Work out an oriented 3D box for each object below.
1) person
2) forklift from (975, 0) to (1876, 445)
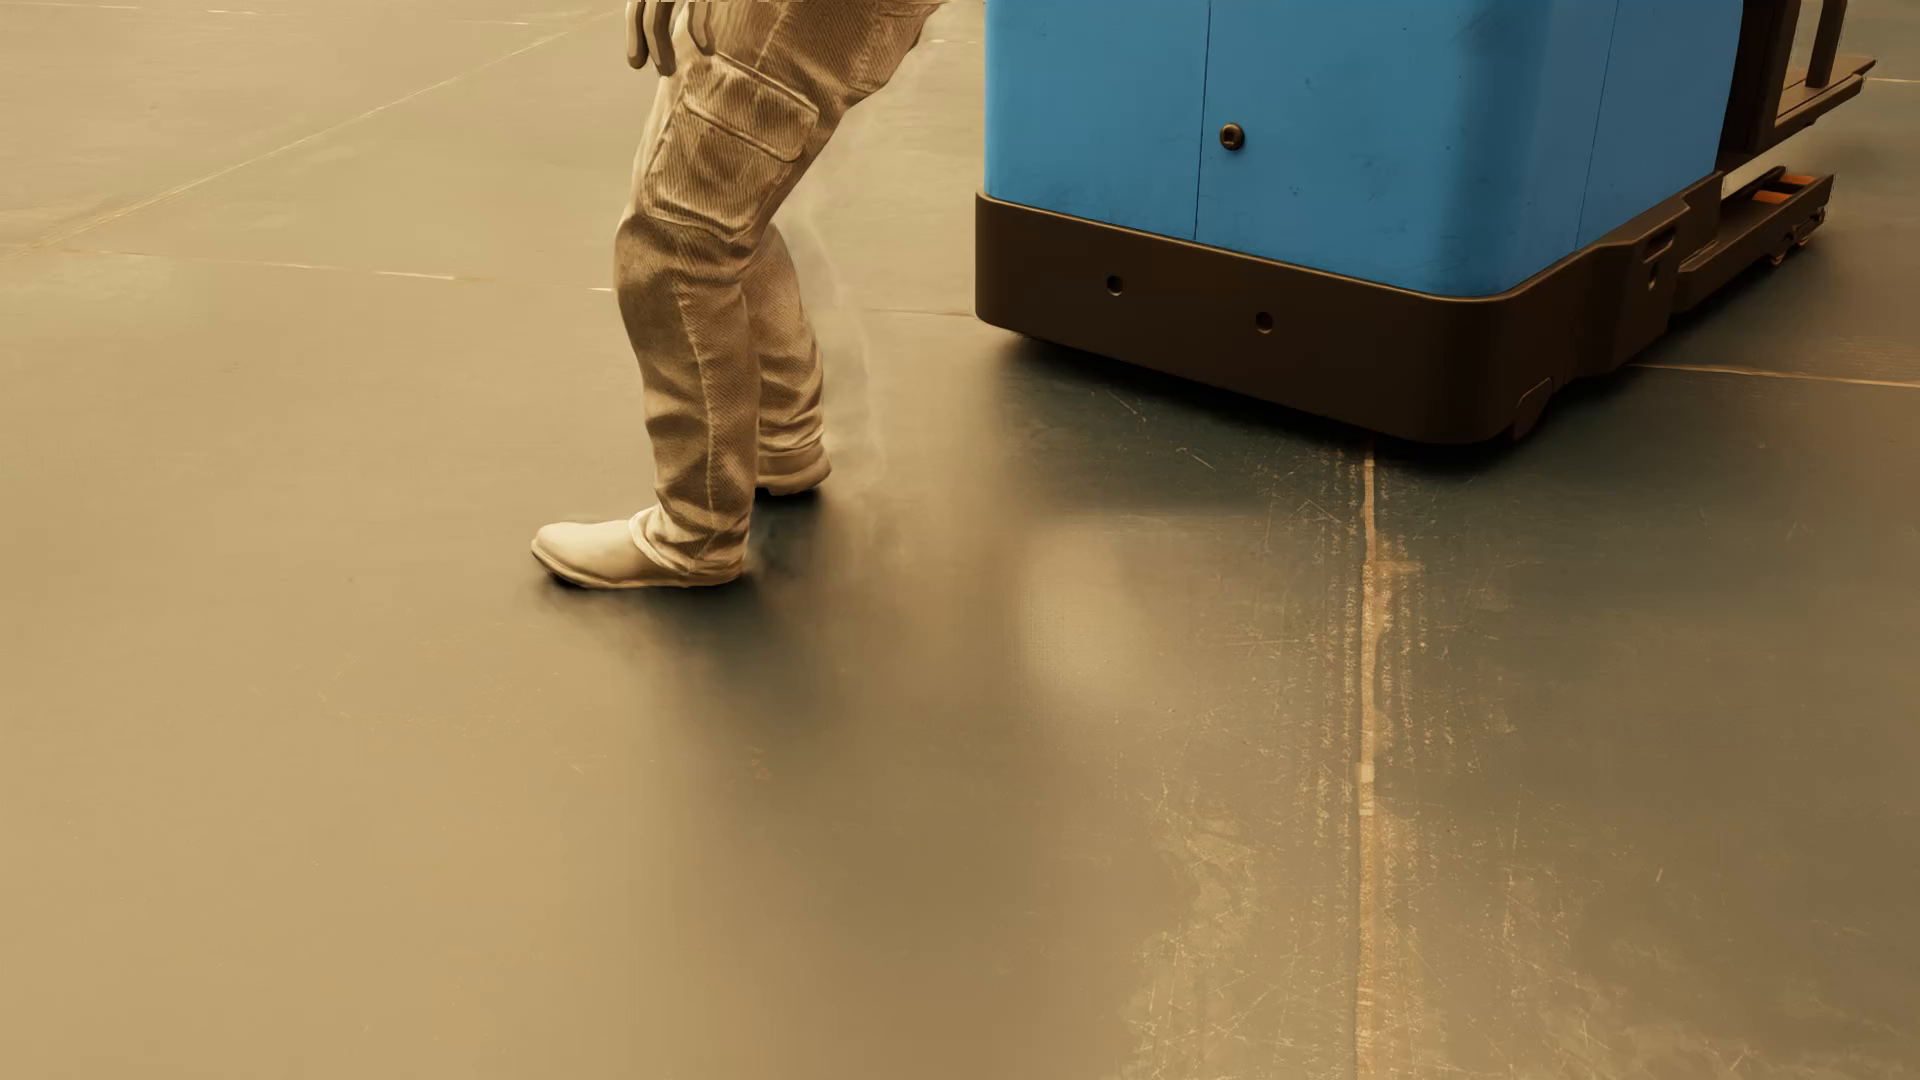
[{"bbox_3d":[-0.298,-0.743,2.111,0.625,1.749,0.961,3,27,5],"label":"person"},{"bbox_3d":[1.360,-2.049,3.307,1.130,2.935,3.031,21,33,35],"label":"forklift"}]
